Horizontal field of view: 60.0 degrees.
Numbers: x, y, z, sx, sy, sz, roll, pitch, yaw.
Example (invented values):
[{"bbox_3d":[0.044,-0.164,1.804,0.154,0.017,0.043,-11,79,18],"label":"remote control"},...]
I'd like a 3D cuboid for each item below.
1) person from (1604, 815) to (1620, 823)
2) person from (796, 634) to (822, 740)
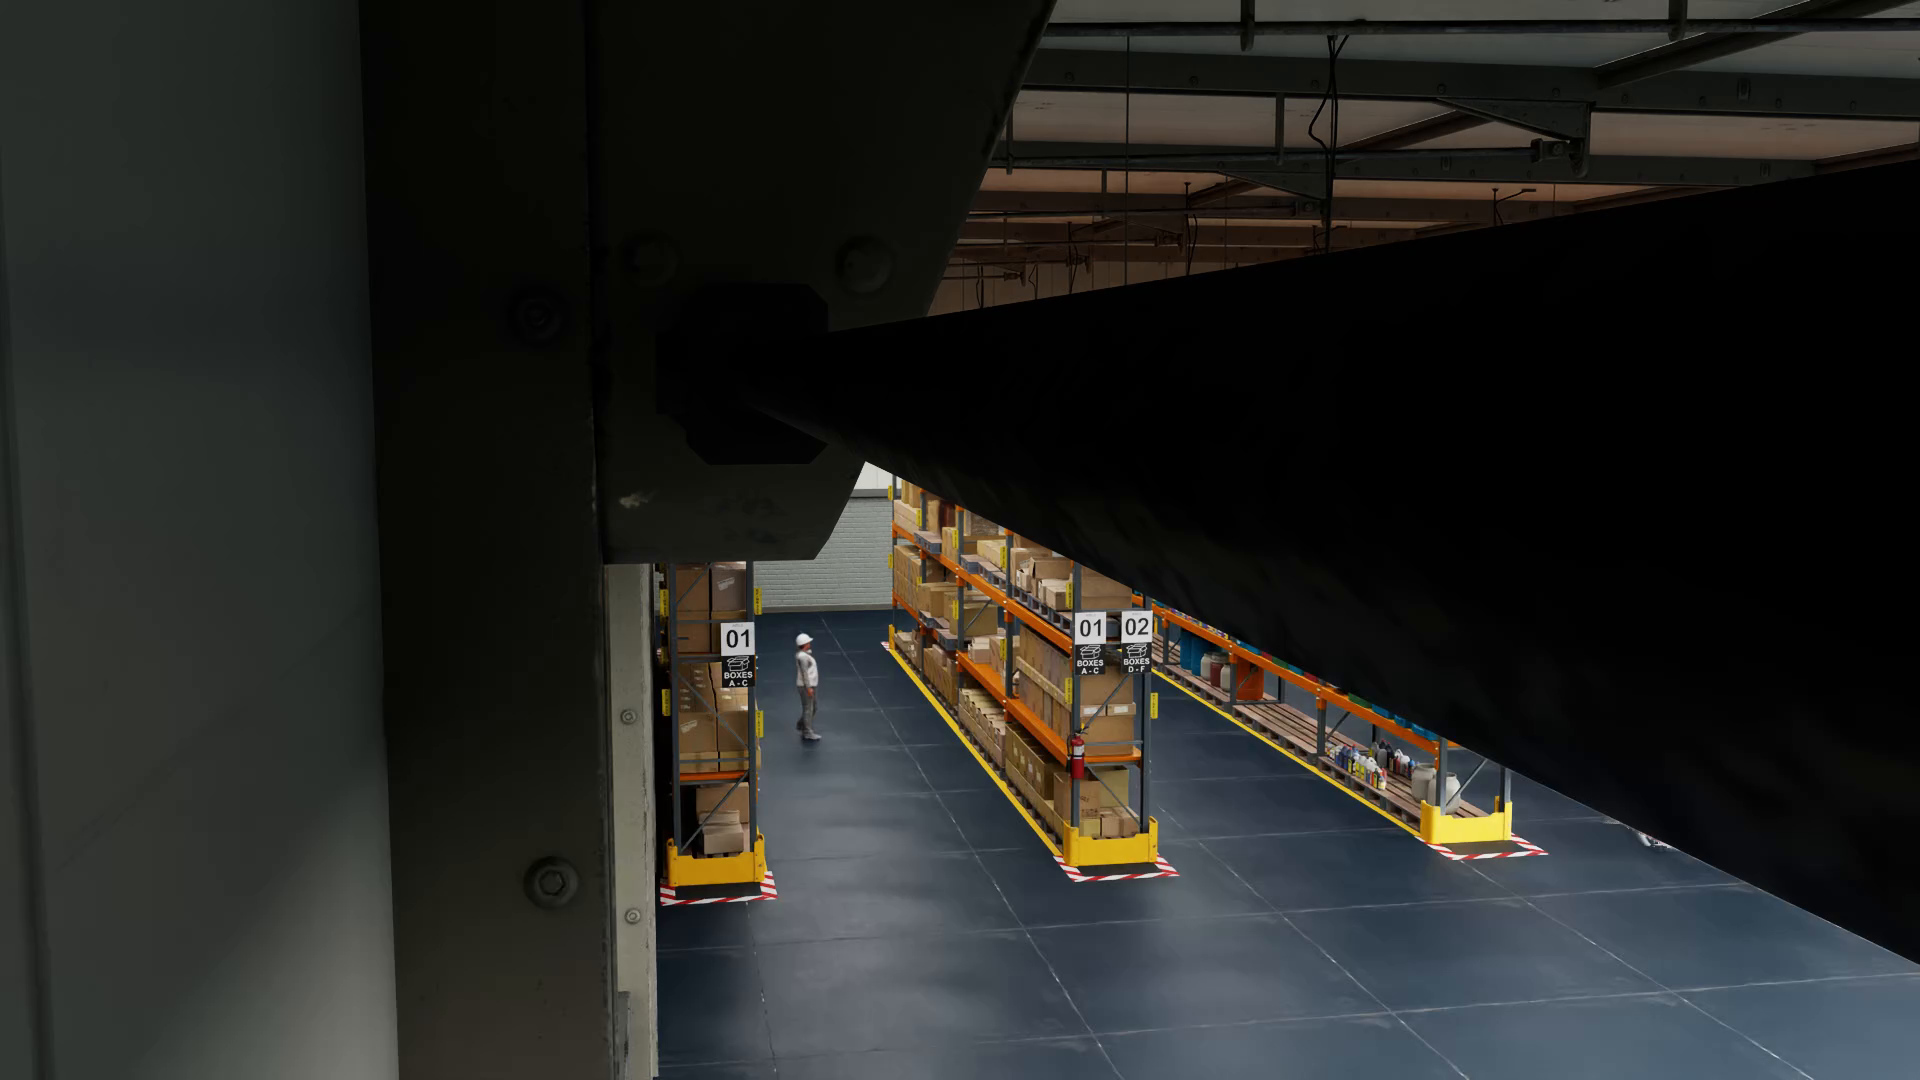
[{"bbox_3d":[8.989,3.041,22.654,0.445,1.664,0.485,2,6,18],"label":"person"},{"bbox_3d":[-2.552,2.450,27.902,0.487,1.785,0.607,0,6,3],"label":"person"}]
